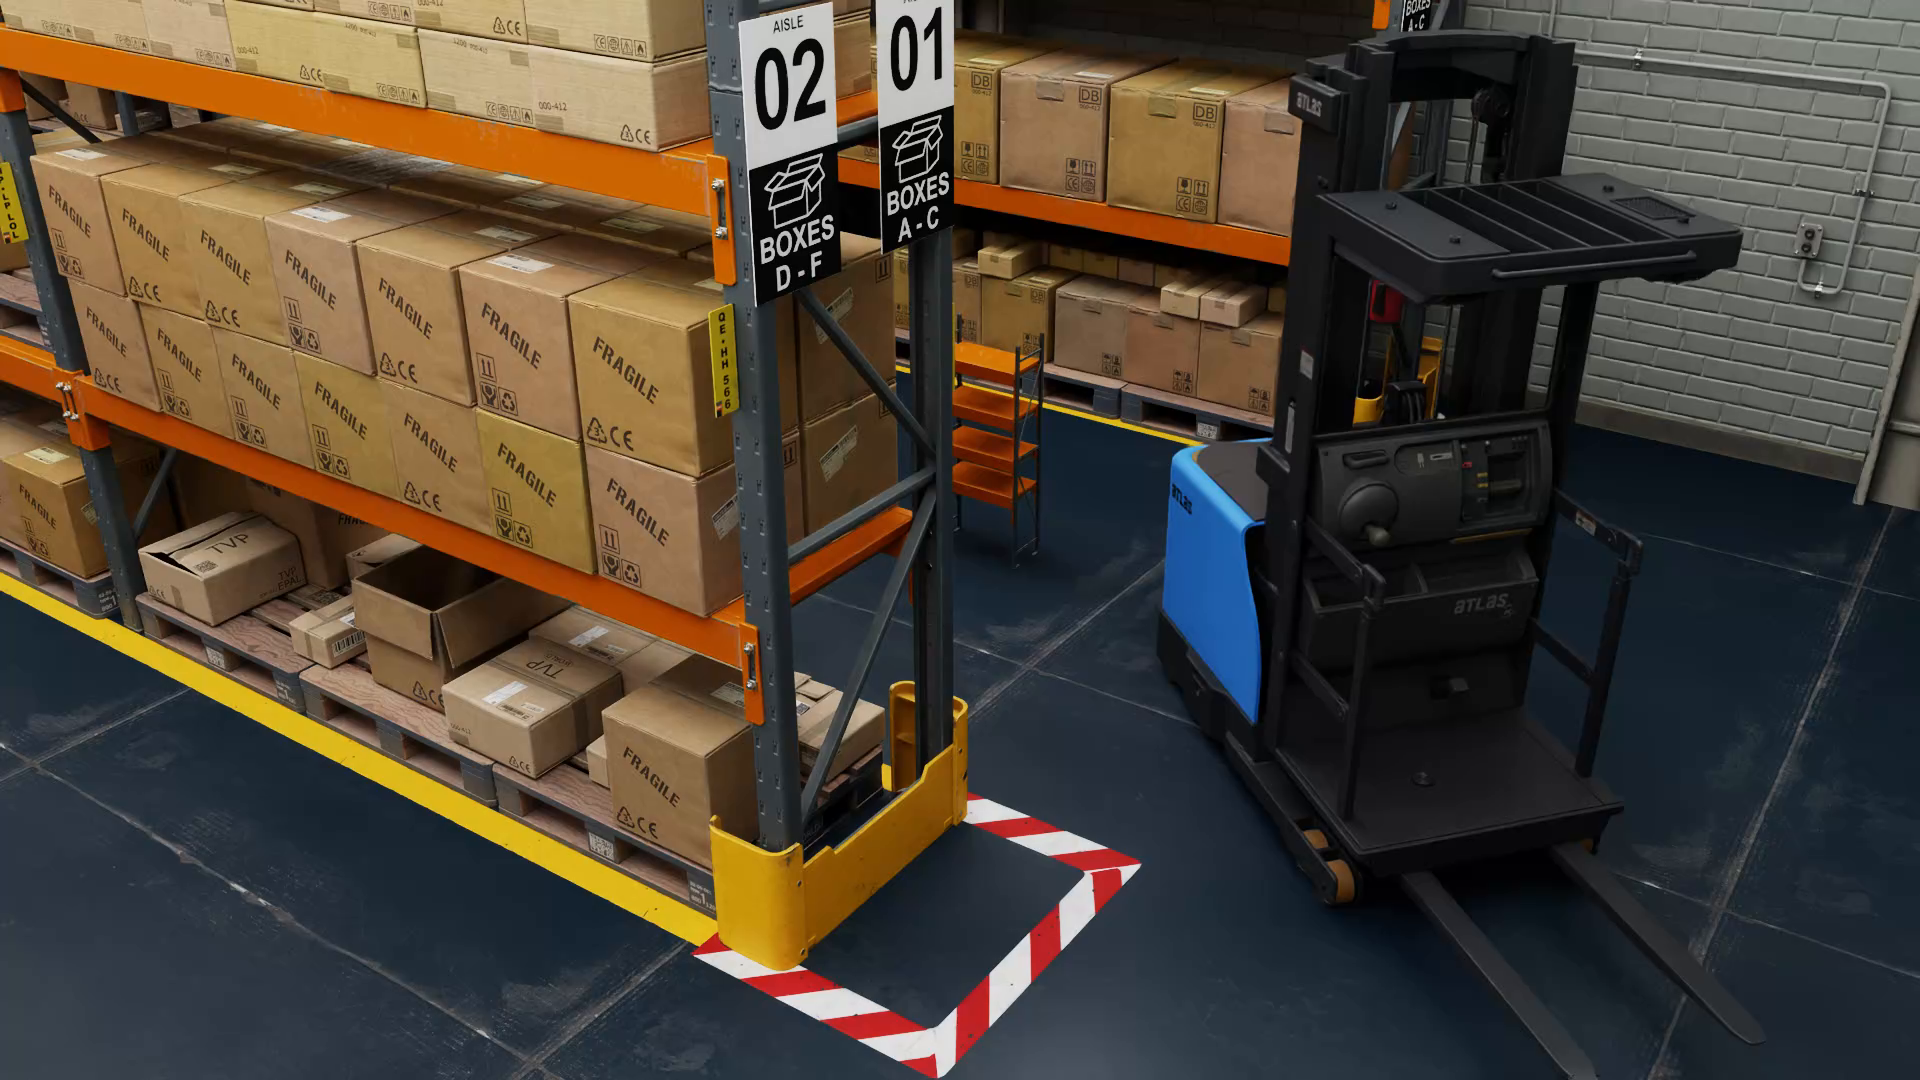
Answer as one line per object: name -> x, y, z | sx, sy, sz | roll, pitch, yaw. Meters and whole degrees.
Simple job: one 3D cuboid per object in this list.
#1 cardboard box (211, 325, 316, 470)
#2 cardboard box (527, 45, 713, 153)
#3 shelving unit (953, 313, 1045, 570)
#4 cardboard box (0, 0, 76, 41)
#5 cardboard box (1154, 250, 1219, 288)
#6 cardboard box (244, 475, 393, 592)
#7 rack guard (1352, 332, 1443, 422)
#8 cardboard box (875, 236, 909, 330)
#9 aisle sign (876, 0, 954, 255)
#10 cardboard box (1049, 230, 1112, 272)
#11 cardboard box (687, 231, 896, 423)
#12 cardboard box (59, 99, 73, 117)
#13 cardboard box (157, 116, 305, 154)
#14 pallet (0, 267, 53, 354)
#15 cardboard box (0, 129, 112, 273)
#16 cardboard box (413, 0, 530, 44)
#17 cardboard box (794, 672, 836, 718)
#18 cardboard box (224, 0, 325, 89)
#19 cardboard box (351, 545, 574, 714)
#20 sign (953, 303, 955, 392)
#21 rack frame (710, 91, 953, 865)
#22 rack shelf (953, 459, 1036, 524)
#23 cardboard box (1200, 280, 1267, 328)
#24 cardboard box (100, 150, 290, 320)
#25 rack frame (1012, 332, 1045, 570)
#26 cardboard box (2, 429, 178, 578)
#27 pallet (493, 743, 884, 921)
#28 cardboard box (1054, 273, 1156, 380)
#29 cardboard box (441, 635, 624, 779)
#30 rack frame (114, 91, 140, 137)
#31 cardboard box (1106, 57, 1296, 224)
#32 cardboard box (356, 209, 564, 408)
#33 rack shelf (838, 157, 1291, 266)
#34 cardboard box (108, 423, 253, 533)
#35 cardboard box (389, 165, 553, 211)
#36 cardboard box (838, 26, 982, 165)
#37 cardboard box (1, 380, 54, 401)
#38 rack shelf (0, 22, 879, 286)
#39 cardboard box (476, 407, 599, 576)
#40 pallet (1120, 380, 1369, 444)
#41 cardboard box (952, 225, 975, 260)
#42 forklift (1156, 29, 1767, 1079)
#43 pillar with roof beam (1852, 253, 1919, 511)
cardboard box -> -2.551, -0.645, 6.599 | 0.500, 0.500, 0.500 | 17, 32, 30
cardboard box -> -0.928, -1.369, 4.990 | 0.500, 0.250, 0.500 | 17, 32, 30
shelving unit -> 0.136, -0.492, 8.394 | 0.503, 1.200, 0.258 | 17, 32, 30
cardboard box -> -3.391, -2.145, 6.516 | 0.500, 0.250, 0.500 | 17, 32, 30
cardboard box -> 1.405, -1.660, 10.282 | 0.250, 0.149, 0.380 | 18, 32, 31
cardboard box -> -3.022, -0.134, 7.977 | 0.500, 0.500, 0.500 | 17, 32, 30
rack guard -> 2.466, -0.798, 9.767 | 0.348, 0.500, 1.175 | 17, 32, 30
cardboard box -> -0.292, -1.788, 11.249 | 0.500, 0.500, 0.700 | 18, 32, 31
aisle sign -> -0.133, -1.316, 5.163 | 0.004, 0.787, 0.394 | 17, 32, 30
cardboard box -> 0.775, -1.855, 10.667 | 0.250, 0.149, 0.380 | 17, 31, 29
cardboard box -> -0.572, -0.768, 5.739 | 0.500, 0.500, 0.500 | 18, 32, 32
cardboard box -> -8.752, -4.343, 16.635 | 0.250, 0.149, 0.380 | 15, 30, 26
cardboard box -> -3.089, -1.549, 7.275 | 0.500, 0.500, 0.500 | 17, 32, 31
pallet -> -4.249, -1.253, 8.116 | 1.213, 0.211, 1.003 | 17, 32, 30
cardboard box -> -4.519, -1.682, 8.175 | 0.500, 0.500, 0.700 | 23, 35, 38
cardboard box -> -1.335, -1.723, 5.135 | 0.500, 0.250, 0.500 | 17, 32, 30
cardboard box -> -0.712, 0.701, 6.704 | 0.250, 0.166, 0.380 | 17, 32, 30
cardboard box -> -2.156, -1.759, 5.757 | 0.500, 0.250, 0.500 | 17, 32, 30
cardboard box -> -2.101, 0.305, 7.111 | 0.637, 0.503, 0.797 | 17, 32, 30
sign -> -0.048, -0.654, 5.773 | 0.005, 0.325, 0.100 | 17, 32, 30
rack frame -> -0.355, -0.065, 5.571 | 0.127, 3.000, 1.000 | 17, 32, 30
rack shelf -> 0.136, -0.255, 8.515 | 0.480, 0.148, 0.258 | 17, 32, 30
cardboard box -> 1.604, -1.388, 9.747 | 0.250, 0.149, 0.380 | 17, 31, 30
cardboard box -> -2.998, -1.224, 6.635 | 0.500, 0.500, 0.500 | 16, 31, 29
rack frame -> 0.338, -0.430, 8.271 | 0.015, 1.200, 0.240 | 17, 32, 30
cardboard box -> -4.221, -0.194, 8.095 | 0.500, 0.500, 0.500 | 17, 32, 30
pallet -> -1.075, 0.954, 6.643 | 1.213, 0.211, 1.003 | 17, 32, 30
cardboard box -> 0.985, -1.391, 10.469 | 0.500, 0.500, 0.700 | 16, 31, 29
cardboard box -> -1.709, 0.661, 6.690 | 0.500, 0.250, 0.500 | 17, 32, 30
rack frame -> -7.445, -5.000, 15.267 | 0.127, 3.000, 1.000 | 17, 32, 30
cardboard box -> 1.414, -2.362, 9.753 | 0.700, 0.700, 0.980 | 17, 32, 30
cardboard box -> -1.725, -0.828, 5.856 | 0.500, 0.500, 0.500 | 18, 32, 32
rack shelf -> 0.798, -2.111, 10.384 | 4.000, 0.370, 1.077 | 17, 32, 30
cardboard box -> -3.913, -0.390, 8.479 | 0.500, 0.500, 0.500 | 16, 31, 28
cardboard box -> -1.836, -1.160, 6.509 | 0.500, 0.500, 0.500 | 17, 32, 30
cardboard box -> -0.413, -2.934, 10.876 | 0.700, 0.700, 0.980 | 18, 32, 31
cardboard box -> -4.737, -0.981, 8.814 | 0.500, 0.250, 0.500 | 17, 32, 30
rack shelf -> -2.004, -1.595, 6.063 | 4.000, 0.370, 1.077 | 17, 32, 30
cardboard box -> -1.308, -0.255, 5.833 | 0.500, 0.500, 0.500 | 18, 32, 31
pallet -> 1.743, -0.851, 10.190 | 1.213, 0.211, 1.003 | 17, 32, 30
cardboard box -> -0.113, -1.921, 10.795 | 0.250, 0.149, 0.380 | 19, 32, 32
forklift -> 1.785, -0.163, 5.839 | 1.130, 2.935, 3.031 | -7, 28, -14
pillar with roof beam -> 2.724, -2.612, 3.962 | 0.400, 9.000, 9.100 | 17, 32, 30
